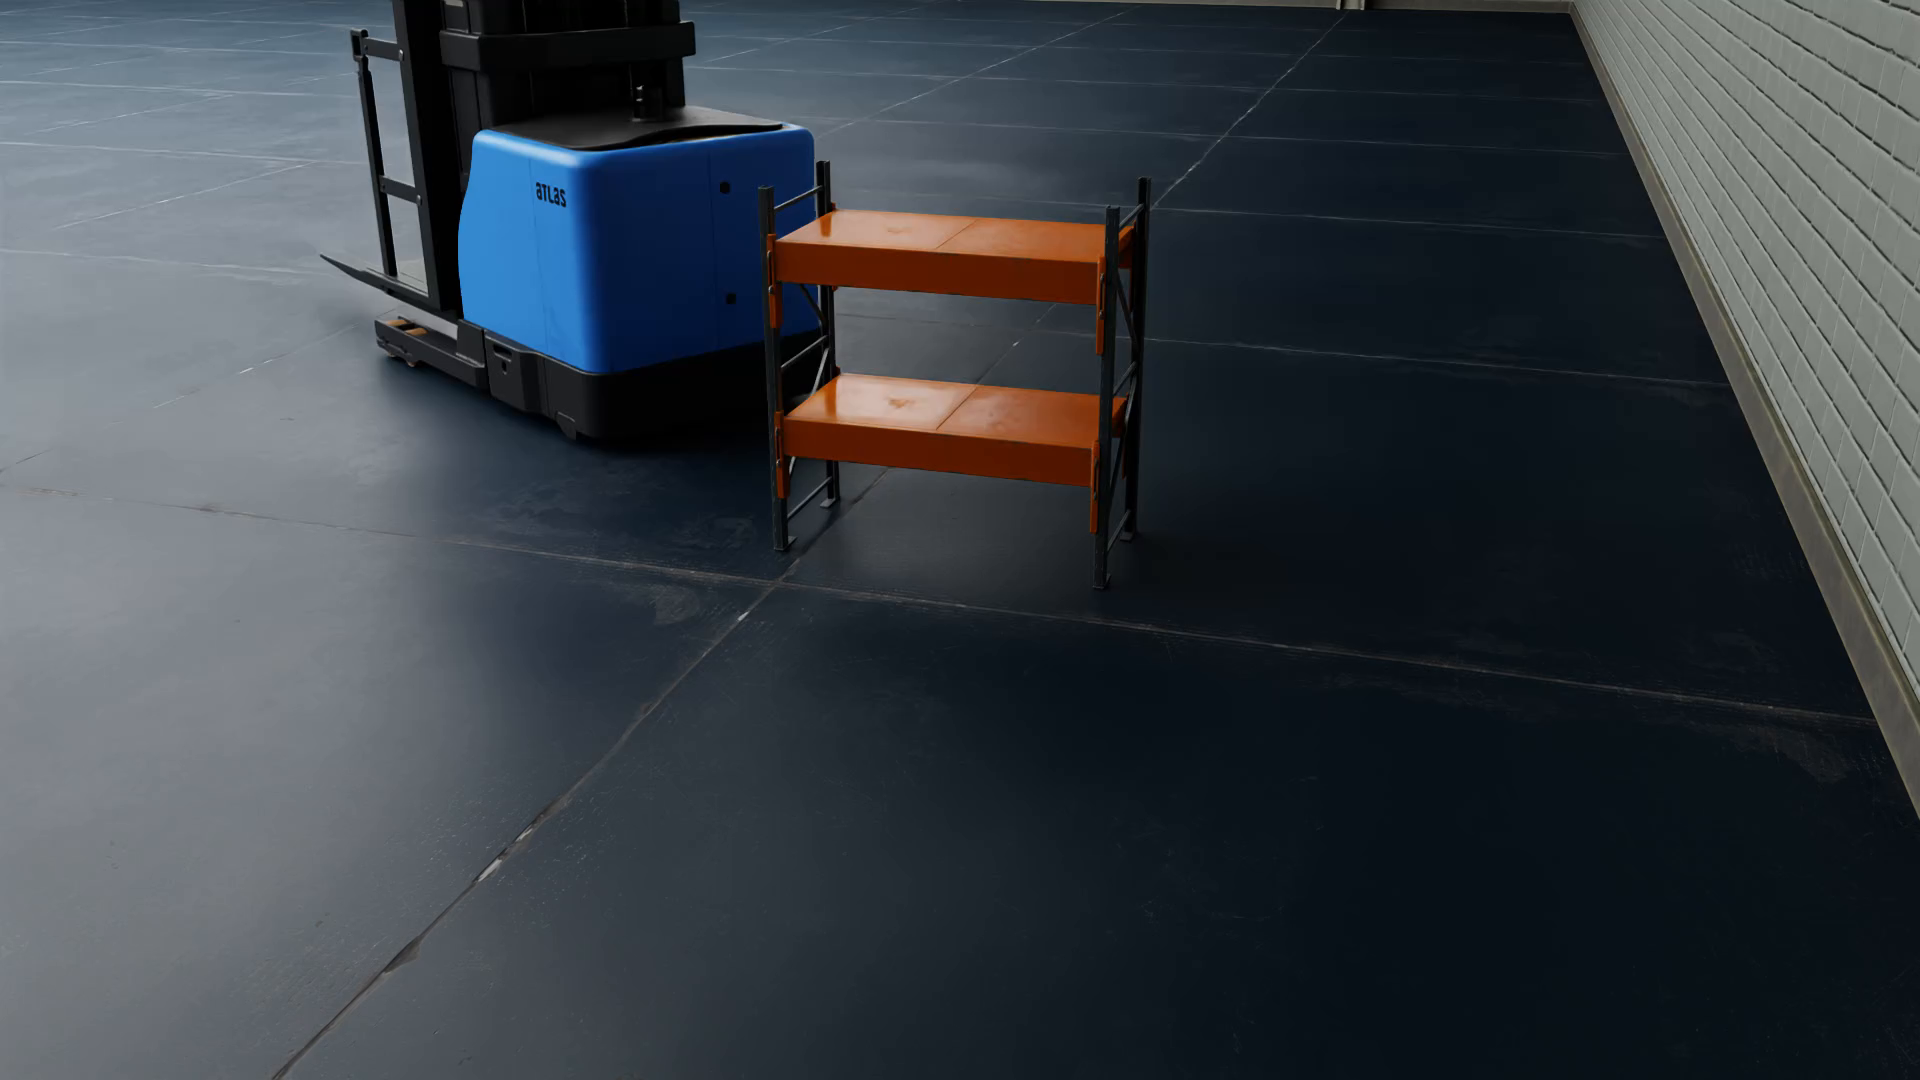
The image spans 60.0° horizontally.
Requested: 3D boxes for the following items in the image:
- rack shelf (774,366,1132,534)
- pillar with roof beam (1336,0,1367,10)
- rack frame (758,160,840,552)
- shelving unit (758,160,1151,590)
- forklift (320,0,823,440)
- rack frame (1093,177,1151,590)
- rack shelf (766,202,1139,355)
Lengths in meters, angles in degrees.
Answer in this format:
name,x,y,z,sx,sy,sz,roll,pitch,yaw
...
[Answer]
name,x,y,z,sx,sy,sz,roll,pitch,yaw
rack shelf,-0.006,-0.295,5.151,1.000,0.278,0.538,7,23,16
pillar with roof beam,4.365,-10.217,18.321,0.400,9.000,9.100,7,23,16
rack frame,-0.493,-0.577,5.194,0.032,1.125,0.500,7,23,16
shelving unit,-0.006,-0.521,5.058,1.048,1.125,0.538,7,23,16
forklift,-1.874,-2.199,6.768,1.130,2.935,3.031,-18,29,-37
rack frame,0.480,-0.465,4.922,0.032,1.125,0.500,7,23,16
rack shelf,-0.006,-0.792,4.947,1.000,0.278,0.538,7,23,16
